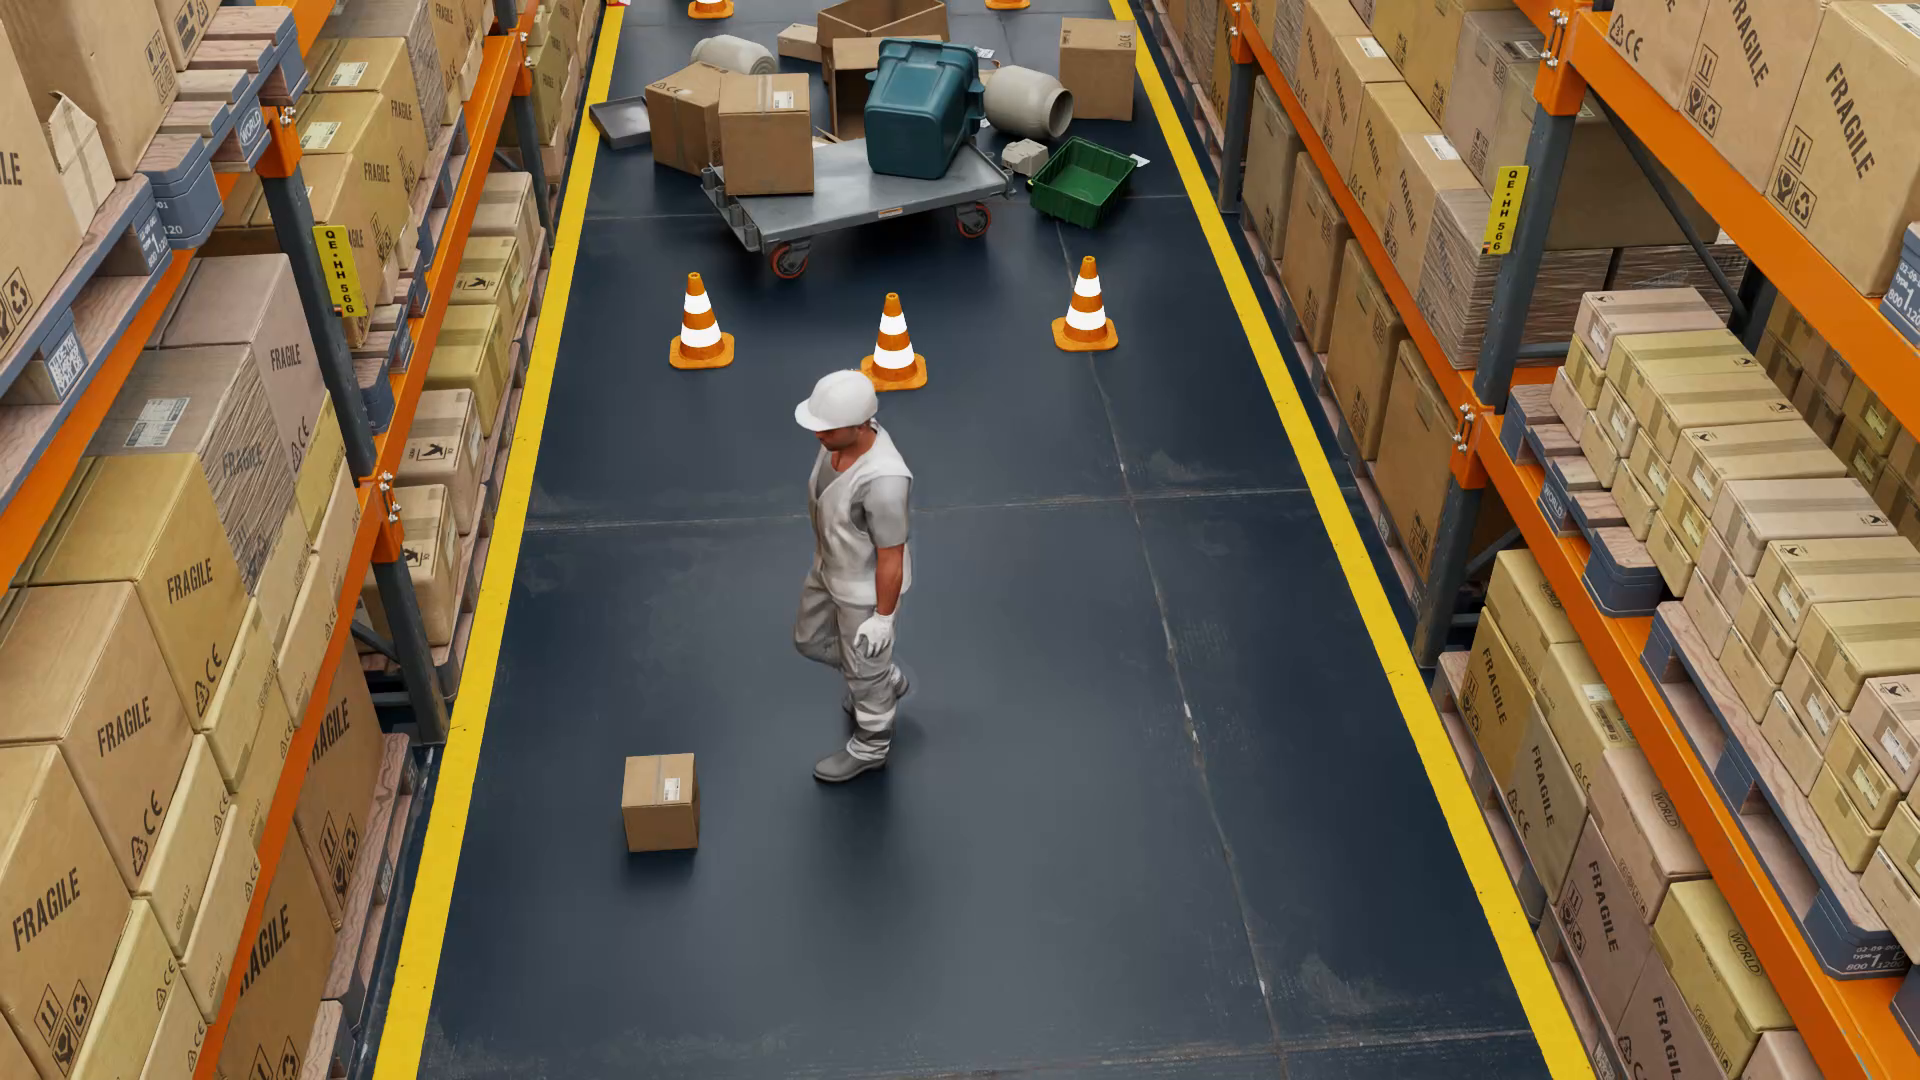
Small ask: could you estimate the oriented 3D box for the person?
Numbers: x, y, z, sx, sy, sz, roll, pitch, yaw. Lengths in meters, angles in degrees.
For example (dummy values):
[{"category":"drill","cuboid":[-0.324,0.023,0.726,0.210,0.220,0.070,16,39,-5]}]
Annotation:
[{"category":"person","cuboid":[-0.360,0.147,5.942,0.477,1.786,0.561,-16,41,-19]}]
